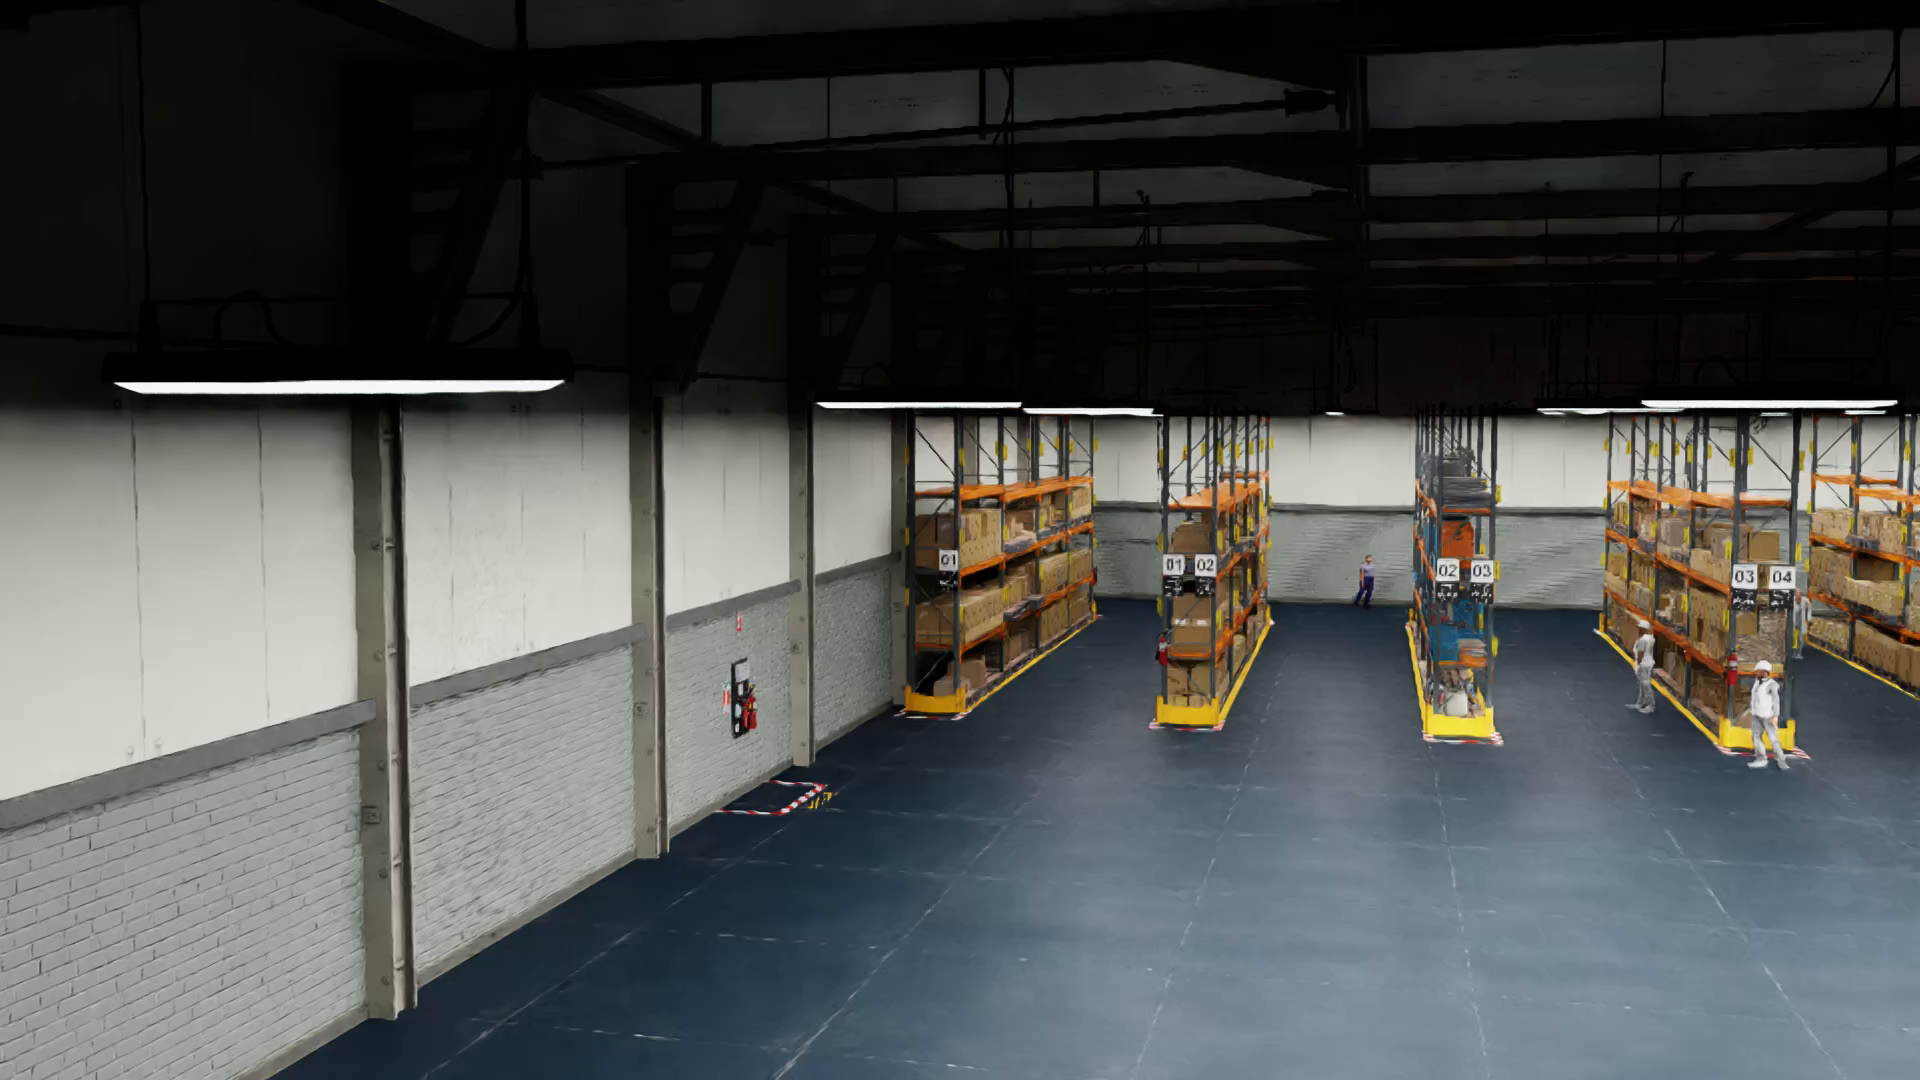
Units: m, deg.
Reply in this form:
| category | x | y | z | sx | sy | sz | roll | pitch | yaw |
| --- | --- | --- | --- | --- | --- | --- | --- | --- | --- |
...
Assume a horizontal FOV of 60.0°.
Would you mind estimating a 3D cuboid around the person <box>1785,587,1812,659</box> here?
| category | x | y | z | sx | sy | sz | roll | pitch | yaw |
| --- | --- | --- | --- | --- | --- | --- | --- | --- | --- |
| person | 19.901 | 1.978 | 39.627 | 0.729 | 1.733 | 0.546 | 1 | 4 | 12 |

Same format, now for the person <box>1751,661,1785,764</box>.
| category | x | y | z | sx | sy | sz | roll | pitch | yaw |
| --- | --- | --- | --- | --- | --- | --- | --- | --- | --- |
| person | 13.283 | 2.831 | 27.332 | 0.519 | 1.708 | 0.586 | -1 | 4 | -13 |

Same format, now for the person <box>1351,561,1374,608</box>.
| category | x | y | z | sx | sy | sz | roll | pitch | yaw |
| --- | --- | --- | --- | --- | --- | --- | --- | --- | --- |
| person | 12.190 | 1.359 | 50.313 | 0.667 | 1.417 | 0.518 | -2 | 5 | -29 |

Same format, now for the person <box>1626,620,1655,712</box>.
| category | x | y | z | sx | sy | sz | roll | pitch | yaw |
| --- | --- | --- | --- | --- | --- | --- | --- | --- | --- |
| person | 13.345 | 2.448 | 32.547 | 0.590 | 1.783 | 0.669 | 3 | 5 | 34 |
